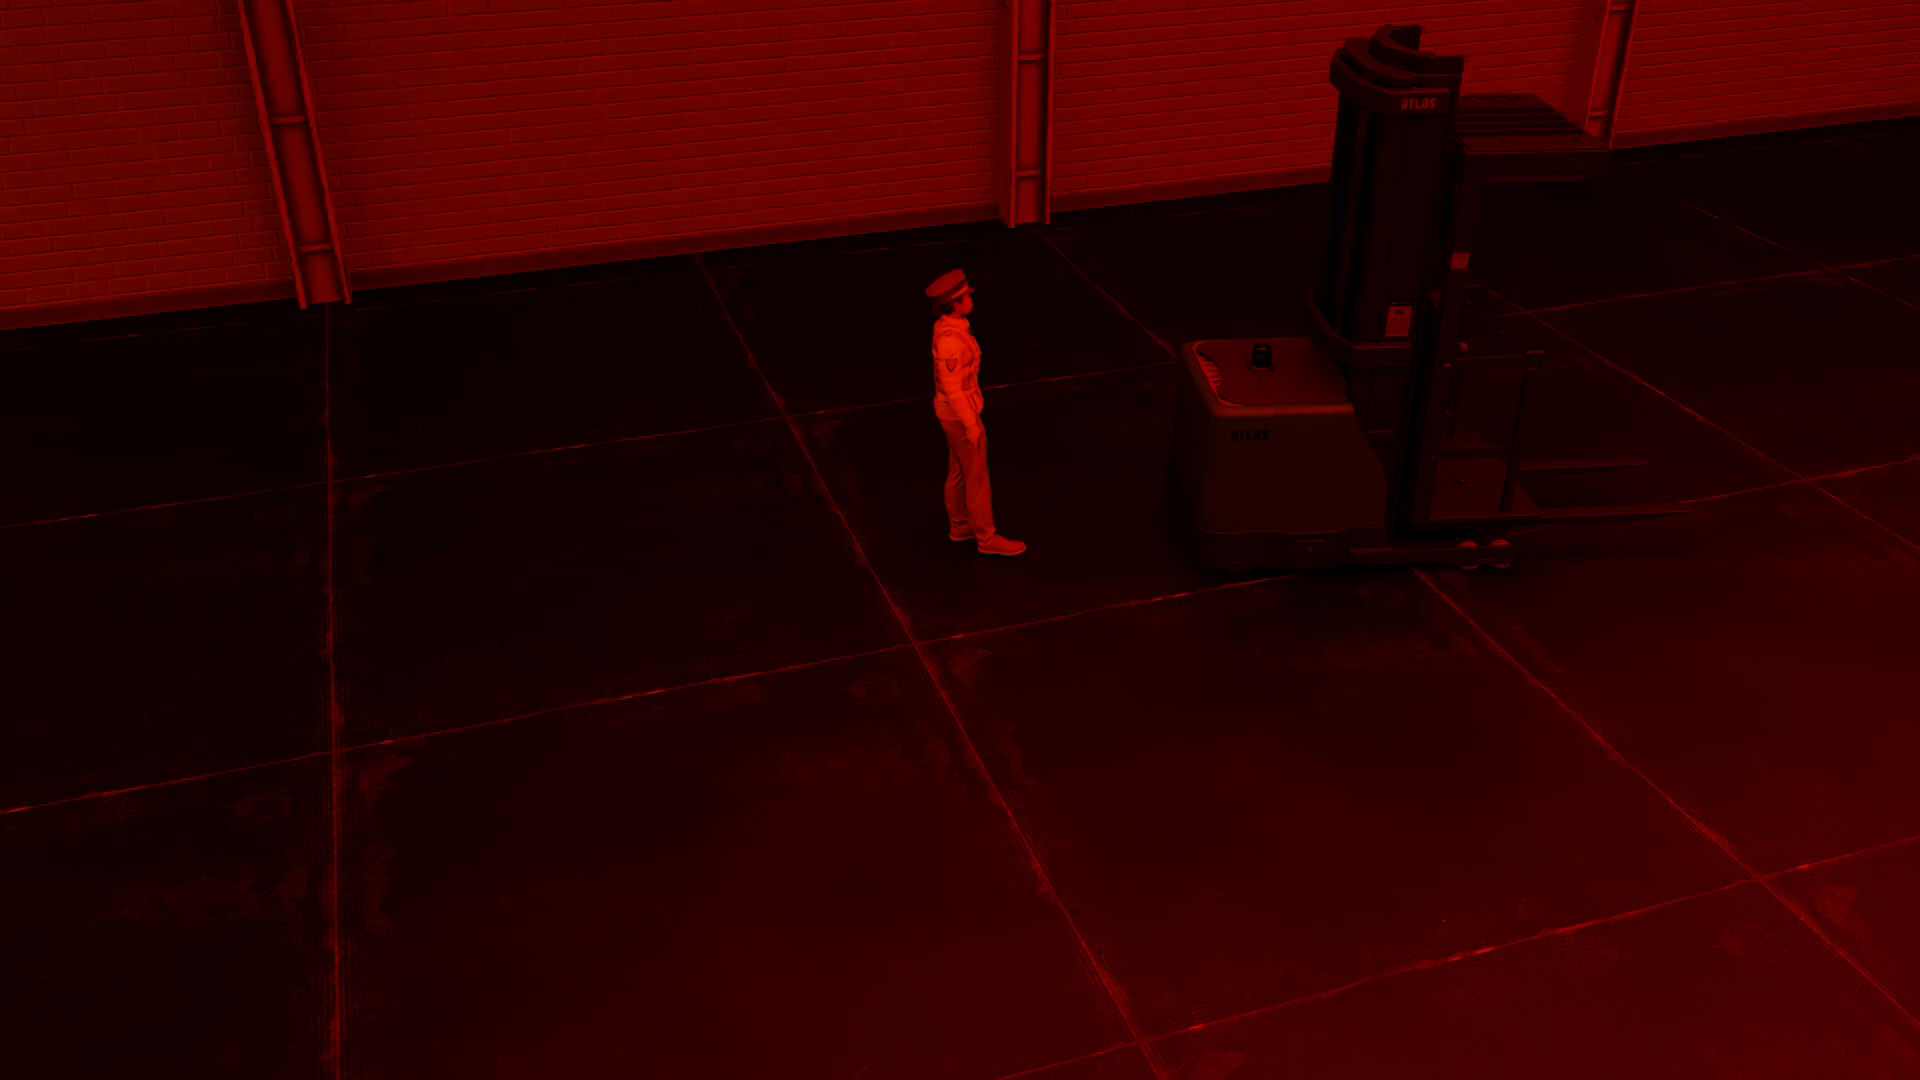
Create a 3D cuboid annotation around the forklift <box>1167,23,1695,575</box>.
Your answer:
[{"bbox_3d":[2.839,-1.358,9.447,3.031,2.935,1.130,-2,30,-4],"label":"forklift"}]

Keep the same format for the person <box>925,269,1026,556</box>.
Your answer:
[{"bbox_3d":[0.095,-0.743,9.613,0.572,1.696,0.578,-2,30,-4],"label":"person"}]
